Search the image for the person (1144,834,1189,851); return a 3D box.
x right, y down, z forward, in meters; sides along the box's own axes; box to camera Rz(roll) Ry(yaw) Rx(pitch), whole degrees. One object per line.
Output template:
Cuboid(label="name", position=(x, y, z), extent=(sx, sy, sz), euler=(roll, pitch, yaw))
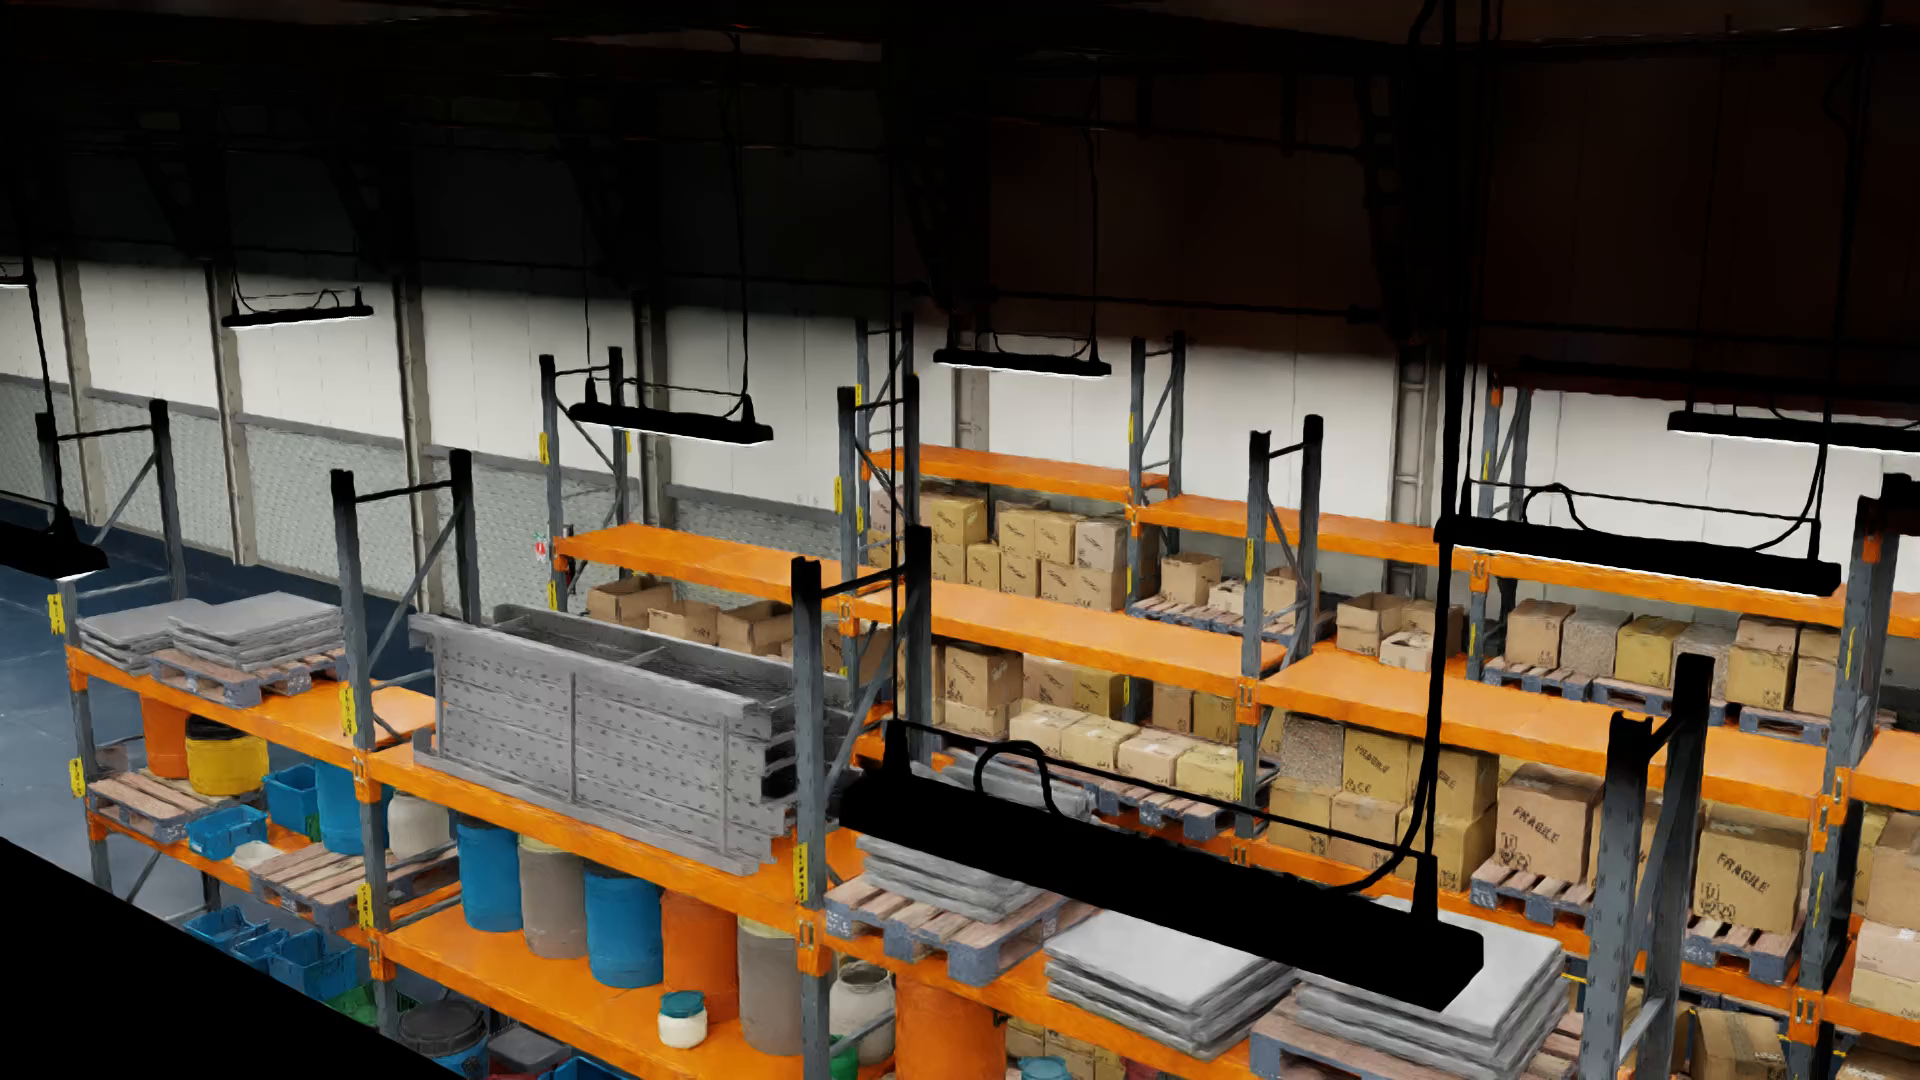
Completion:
Cuboid(label="person", position=(2.186, 3.237, 17.595), extent=(1.028, 1.665, 0.537), euler=(7, 15, 27))
